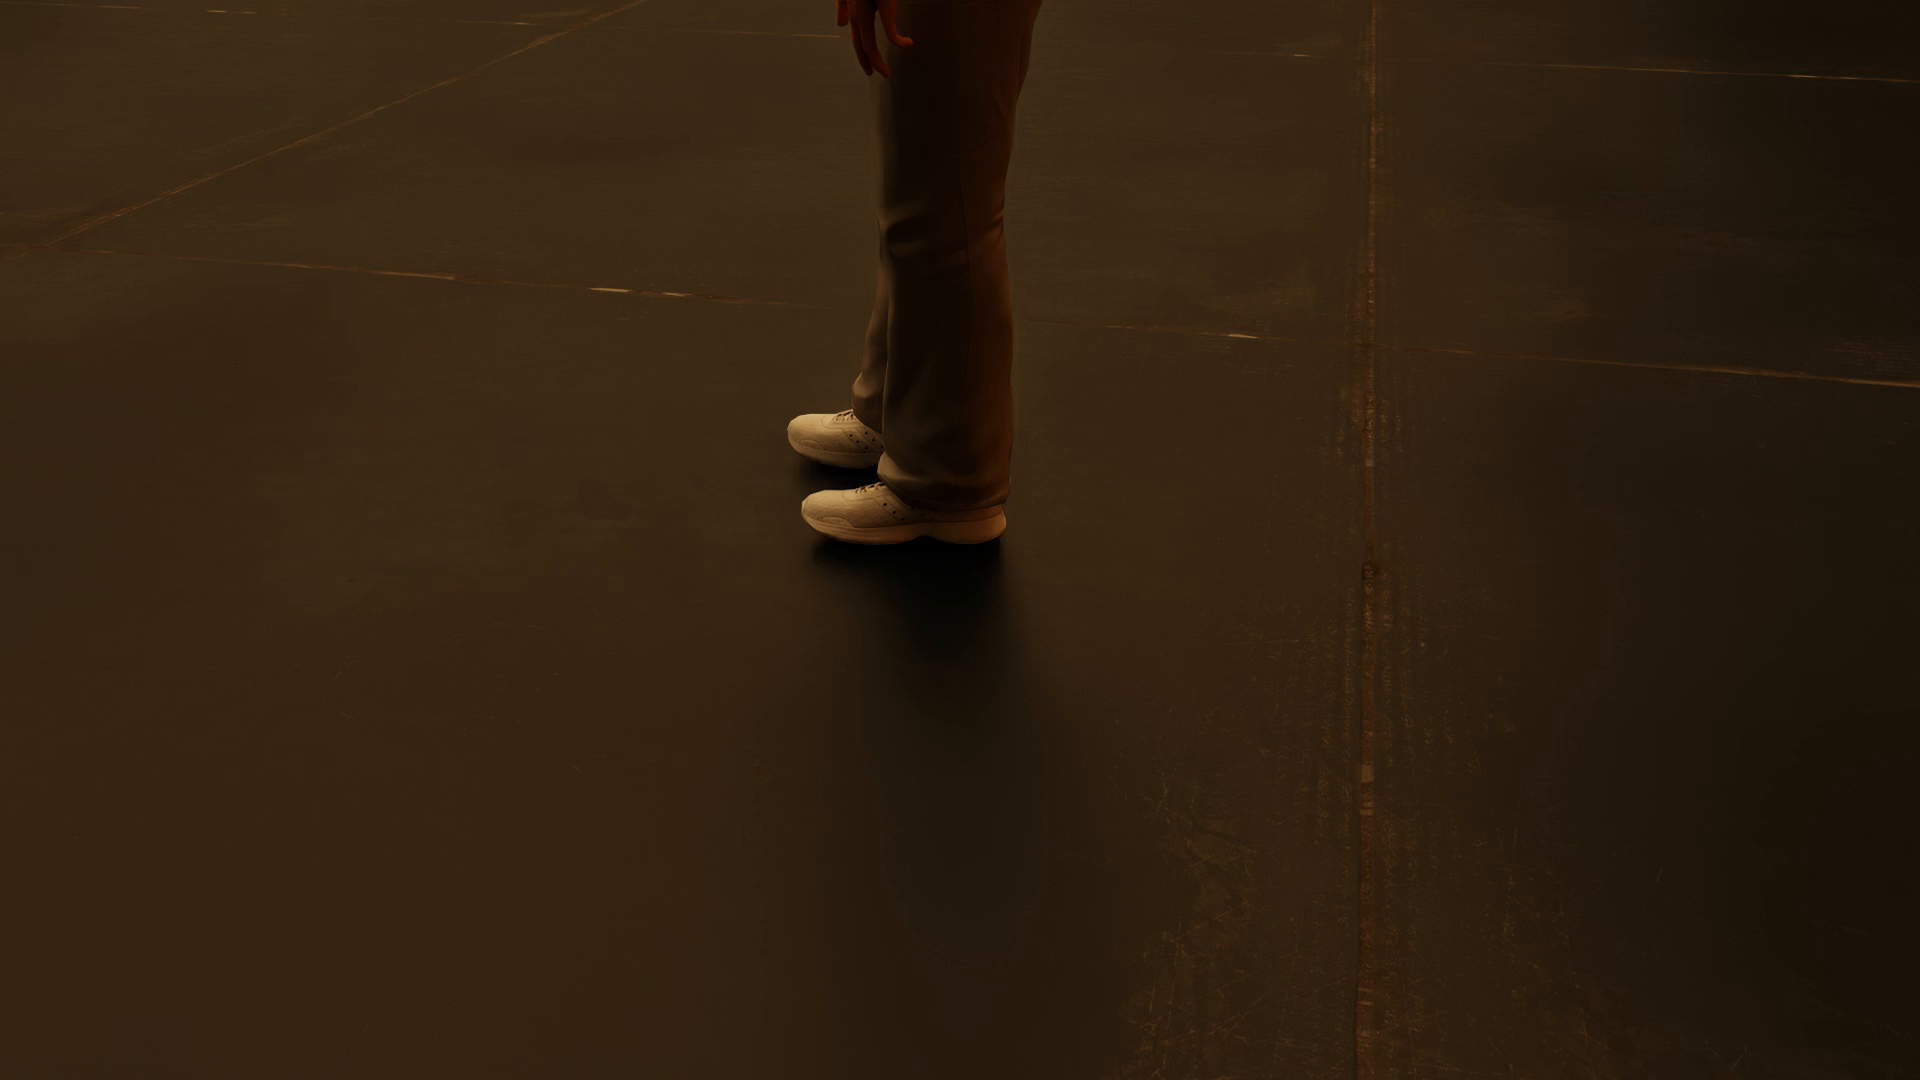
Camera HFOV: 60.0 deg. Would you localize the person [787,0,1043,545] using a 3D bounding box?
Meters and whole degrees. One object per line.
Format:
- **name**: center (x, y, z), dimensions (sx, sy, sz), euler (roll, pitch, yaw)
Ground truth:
- **person**: center (-0.069, -0.768, 2.146), dimensions (0.549, 1.675, 0.549), euler (6, 27, 11)
